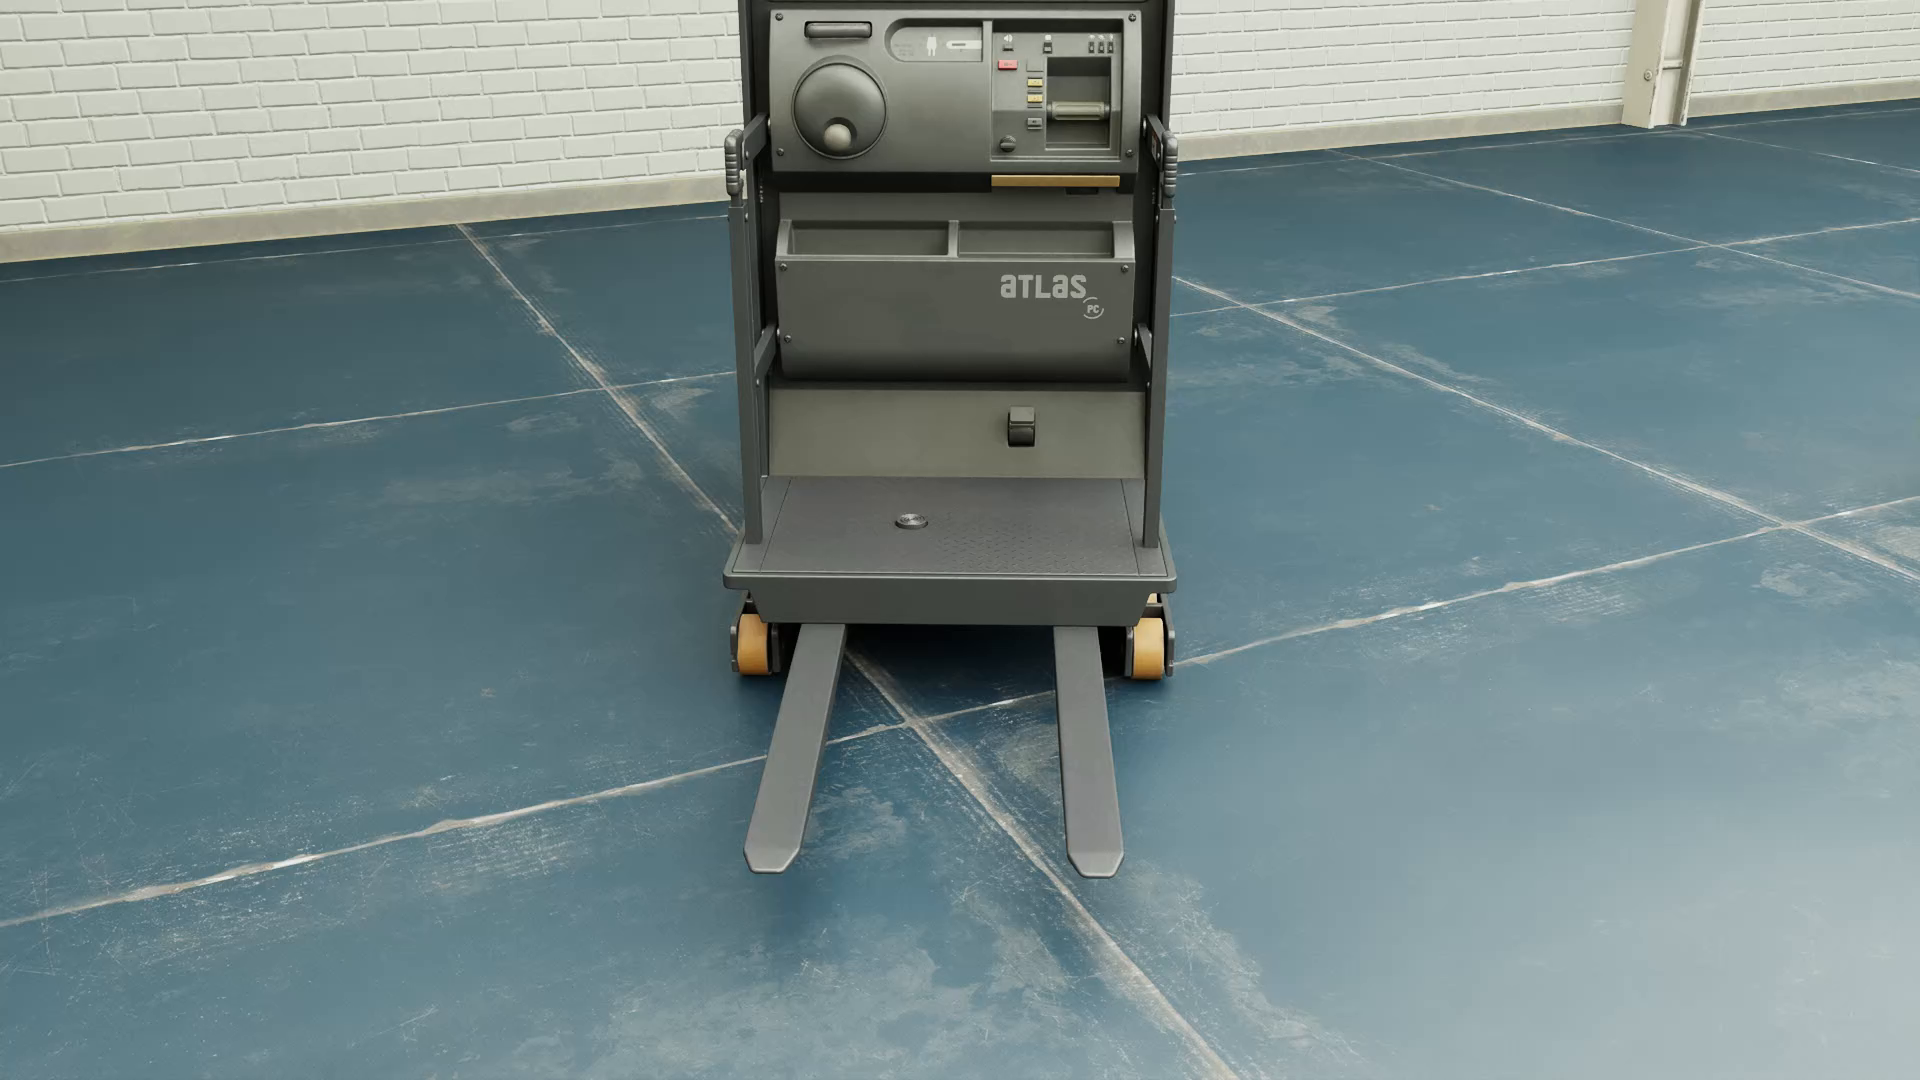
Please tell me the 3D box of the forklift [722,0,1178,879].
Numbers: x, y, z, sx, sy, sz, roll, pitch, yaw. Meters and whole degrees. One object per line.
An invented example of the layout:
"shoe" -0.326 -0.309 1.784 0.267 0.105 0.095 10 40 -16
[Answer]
"forklift" -0.015 -1.116 3.973 1.130 2.935 3.031 1 23 1
